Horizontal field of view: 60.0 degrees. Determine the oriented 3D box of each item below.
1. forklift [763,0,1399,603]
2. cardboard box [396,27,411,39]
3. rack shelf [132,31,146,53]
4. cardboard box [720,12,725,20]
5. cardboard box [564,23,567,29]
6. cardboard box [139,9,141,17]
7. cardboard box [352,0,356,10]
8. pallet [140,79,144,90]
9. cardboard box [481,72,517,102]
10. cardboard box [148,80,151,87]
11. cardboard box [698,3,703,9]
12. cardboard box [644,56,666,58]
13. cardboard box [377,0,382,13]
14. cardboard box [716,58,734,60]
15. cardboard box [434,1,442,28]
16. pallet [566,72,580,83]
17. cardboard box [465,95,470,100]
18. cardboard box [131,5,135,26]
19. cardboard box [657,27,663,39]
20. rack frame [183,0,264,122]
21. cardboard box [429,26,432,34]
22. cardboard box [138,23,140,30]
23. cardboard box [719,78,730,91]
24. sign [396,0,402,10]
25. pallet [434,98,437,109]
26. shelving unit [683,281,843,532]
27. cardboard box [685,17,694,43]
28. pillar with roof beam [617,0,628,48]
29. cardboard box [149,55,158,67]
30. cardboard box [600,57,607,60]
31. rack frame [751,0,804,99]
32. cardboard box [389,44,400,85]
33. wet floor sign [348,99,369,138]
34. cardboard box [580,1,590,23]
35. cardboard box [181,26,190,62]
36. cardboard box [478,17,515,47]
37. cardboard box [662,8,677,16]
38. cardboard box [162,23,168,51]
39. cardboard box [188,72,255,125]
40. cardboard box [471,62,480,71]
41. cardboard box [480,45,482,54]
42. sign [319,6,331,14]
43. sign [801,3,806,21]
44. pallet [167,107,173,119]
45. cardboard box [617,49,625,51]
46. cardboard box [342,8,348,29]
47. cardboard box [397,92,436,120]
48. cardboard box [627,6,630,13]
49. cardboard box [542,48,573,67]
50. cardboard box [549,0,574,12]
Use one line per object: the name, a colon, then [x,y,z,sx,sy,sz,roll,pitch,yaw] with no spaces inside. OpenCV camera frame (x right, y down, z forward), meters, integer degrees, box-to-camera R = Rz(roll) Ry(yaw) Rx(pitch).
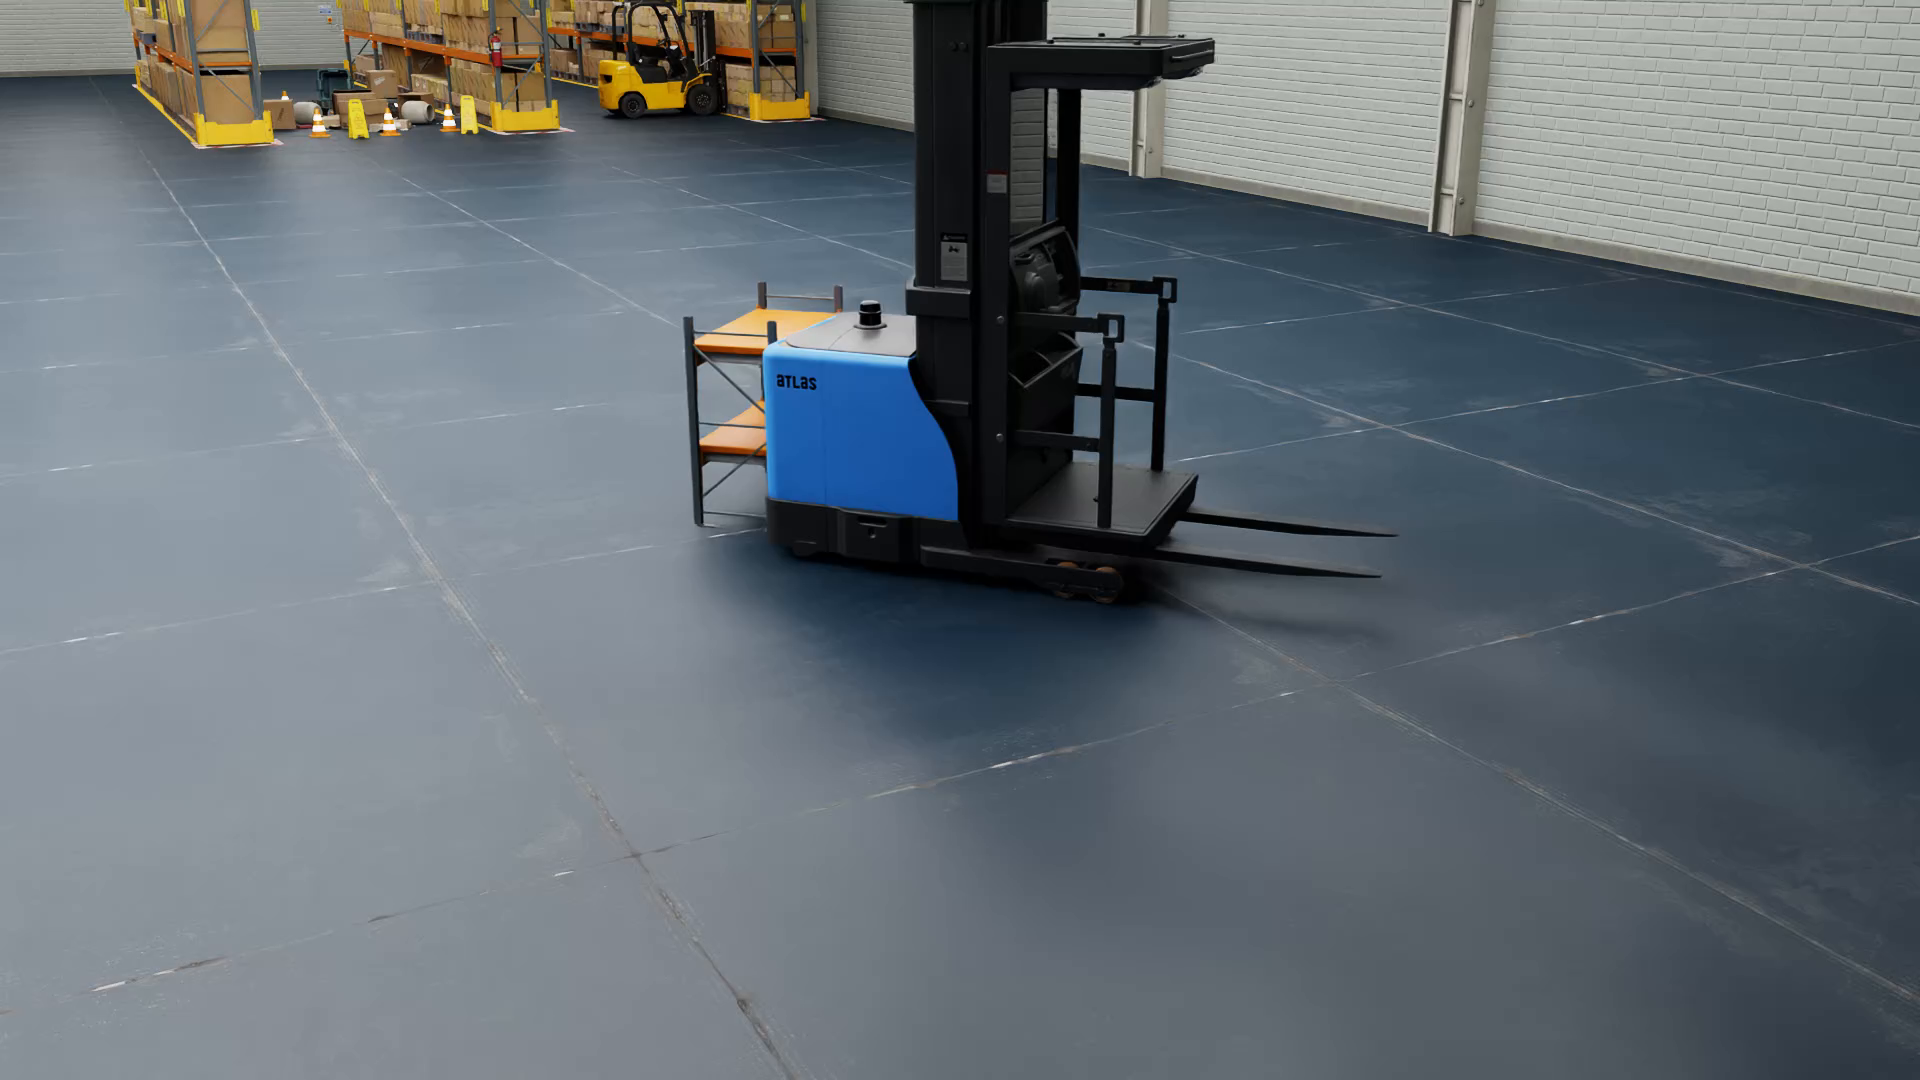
forklift: [0.594,-1.287,7.867,3.031,2.935,1.130,7,20,19]
cardboard box: [-12.164,-11.242,36.841,0.500,0.250,0.500,-11,22,-29]
rack shelf: [-18.853,-11.794,39.315,1.077,0.370,4.000,-10,21,-27]
cardboard box: [-4.572,-10.455,33.185,0.380,0.149,0.250,-10,21,-26]
cardboard box: [-9.990,-13.281,42.907,0.380,0.149,0.250,-9,21,-25]
cardboard box: [-17.121,-11.136,35.135,0.380,0.149,0.250,-10,21,-27]
cardboard box: [-14.777,-13.405,41.195,0.500,0.500,0.500,-10,21,-26]
pallet: [-19.412,-11.130,40.561,1.003,0.211,1.213,-10,21,-27]
cardboard box: [-8.507,-8.354,30.664,0.500,0.500,0.500,-10,21,-26]
cardboard box: [-18.390,-10.471,38.104,0.380,0.149,0.250,-10,21,-26]
cardboard box: [-5.175,-10.963,34.201,0.380,0.149,0.250,-9,21,-25]
cardboard box: [-7.045,-10.872,38.537,0.875,0.625,0.625,-9,21,-25]
cardboard box: [-13.137,-12.419,38.336,0.500,0.500,0.500,-11,22,-28]
cardboard box: [-5.026,-10.089,35.310,0.500,0.250,0.500,-10,21,-26]
cardboard box: [-10.218,-10.543,33.333,0.500,0.500,0.500,-10,22,-28]
pallet: [-9.554,-12.005,43.098,1.003,0.211,1.213,-10,21,-27]
cardboard box: [-9.236,-8.443,32.073,0.500,0.250,0.500,-10,22,-27]
cardboard box: [-19.335,-12.432,39.452,0.500,0.500,0.500,-10,21,-26]
cardboard box: [-6.352,-11.153,36.585,0.500,0.250,0.500,-10,21,-26]
rack frame: [-12.205,-8.115,27.551,1.000,3.000,0.127,-10,21,-27]
cardboard box: [-10.671,-10.463,34.097,0.380,0.149,0.250,-10,21,-26]
cardboard box: [-17.630,-11.159,36.114,0.380,0.149,0.250,-11,22,-29]
cardboard box: [-4.529,-9.198,33.493,0.500,0.250,0.500,-11,22,-28]
sign: [-12.183,-11.668,36.072,0.100,0.325,0.005,-10,21,-27]
pallet: [-10.751,-9.315,35.303,1.003,0.211,1.213,-10,21,-27]
shelving unit: [-1.036,-0.751,9.084,0.538,1.125,1.048,5,20,14]
cardboard box: [-5.449,-10.709,34.913,0.500,0.500,0.500,-11,22,-28]
pillar with roof beam: [-12.555,-15.634,40.144,9.100,9.000,0.400,-10,21,-27]
cardboard box: [-17.530,-10.526,36.576,0.500,0.250,0.500,-9,21,-25]
cardboard box: [-8.461,-11.524,40.617,0.500,0.500,0.500,-11,22,-29]
rack frame: [-3.530,-9.681,32.088,1.000,3.000,0.127,-10,21,-27]
cardboard box: [-12.795,-11.126,38.890,0.875,0.875,0.875,-9,21,-25]
wet floor sign: [-10.449,-7.301,28.800,0.267,0.644,0.232,-14,24,-36]
cardboard box: [-8.950,-13.049,41.053,0.700,0.500,0.500,-10,21,-26]
cardboard box: [-12.702,-8.440,28.262,0.875,0.550,0.550,-10,21,-27]
cardboard box: [-8.397,-9.212,30.120,0.500,0.500,0.500,-10,22,-28]
cardboard box: [-6.237,-11.451,36.071,0.380,0.149,0.250,-11,22,-28]
cardboard box: [-14.828,-9.564,31.597,0.500,0.500,0.500,-10,22,-27]
cardboard box: [-12.585,-7.494,28.363,0.875,0.875,0.875,-10,21,-26]
cardboard box: [-8.980,-8.904,31.264,0.380,0.149,0.250,-9,21,-24]
cardboard box: [-8.584,-8.999,30.497,0.380,0.149,0.250,-10,22,-28]
sign: [-18.264,-15.257,47.833,0.327,0.218,0.001,-10,21,-27]
sign: [-3.039,-10.212,32.178,0.100,0.325,0.005,-10,21,-27]
pallet: [-15.121,-8.506,32.958,1.003,0.211,1.213,-10,21,-27]
cardboard box: [-8.319,-12.088,41.259,0.380,0.149,0.250,-9,21,-25]
cardboard box: [-15.519,-13.369,42.623,0.500,0.500,0.500,-10,21,-27]
cardboard box: [-10.485,-8.360,32.090,0.500,0.500,0.500,4,19,11]
cardboard box: [-7.437,-12.194,38.224,0.380,0.149,0.250,-9,21,-25]
cardboard box: [-10.921,-13.102,45.186,0.797,0.503,0.637,-11,22,-29]
cardboard box: [-10.437,-14.096,43.506,0.500,0.500,0.500,-9,21,-25]
